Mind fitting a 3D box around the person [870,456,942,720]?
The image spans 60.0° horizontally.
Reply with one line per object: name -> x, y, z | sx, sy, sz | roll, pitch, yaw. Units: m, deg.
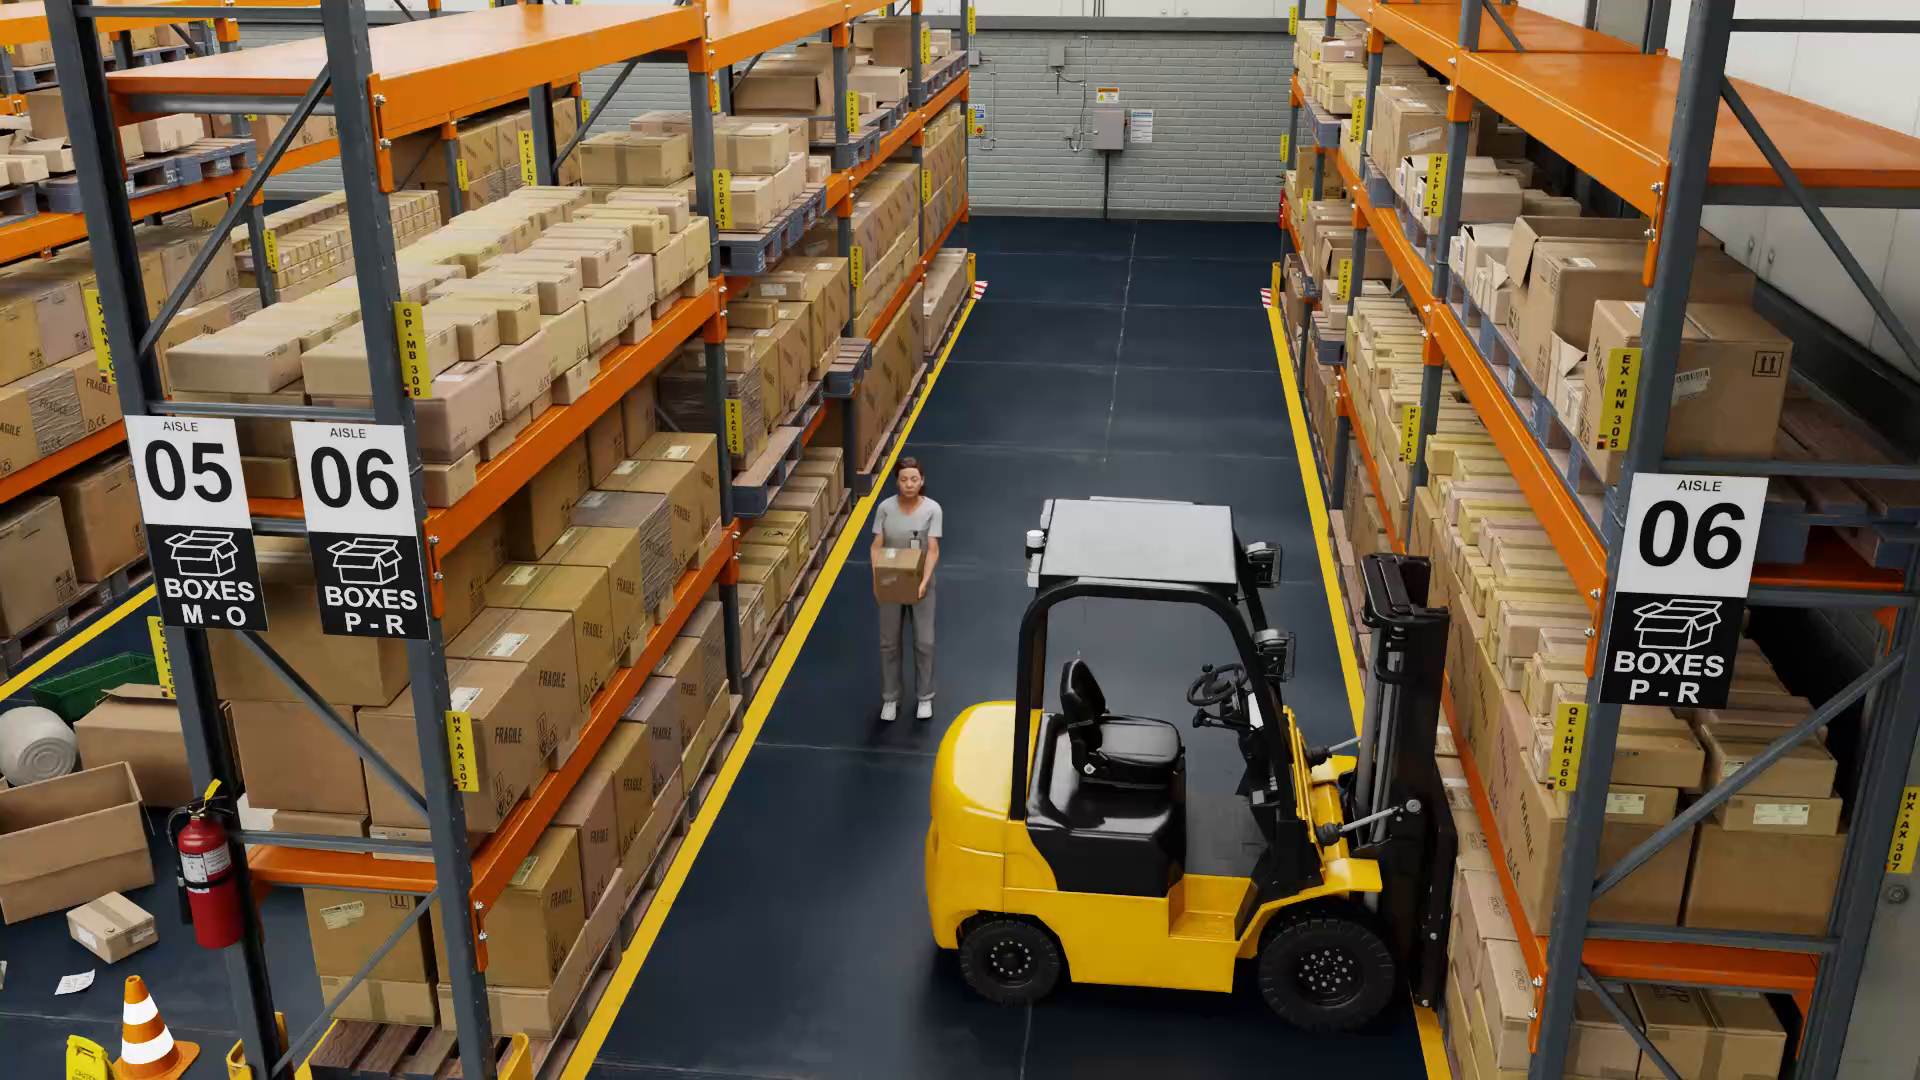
person -> -0.336, 0.322, 10.285 | 0.437, 1.658, 0.537 | 3, 21, 7
